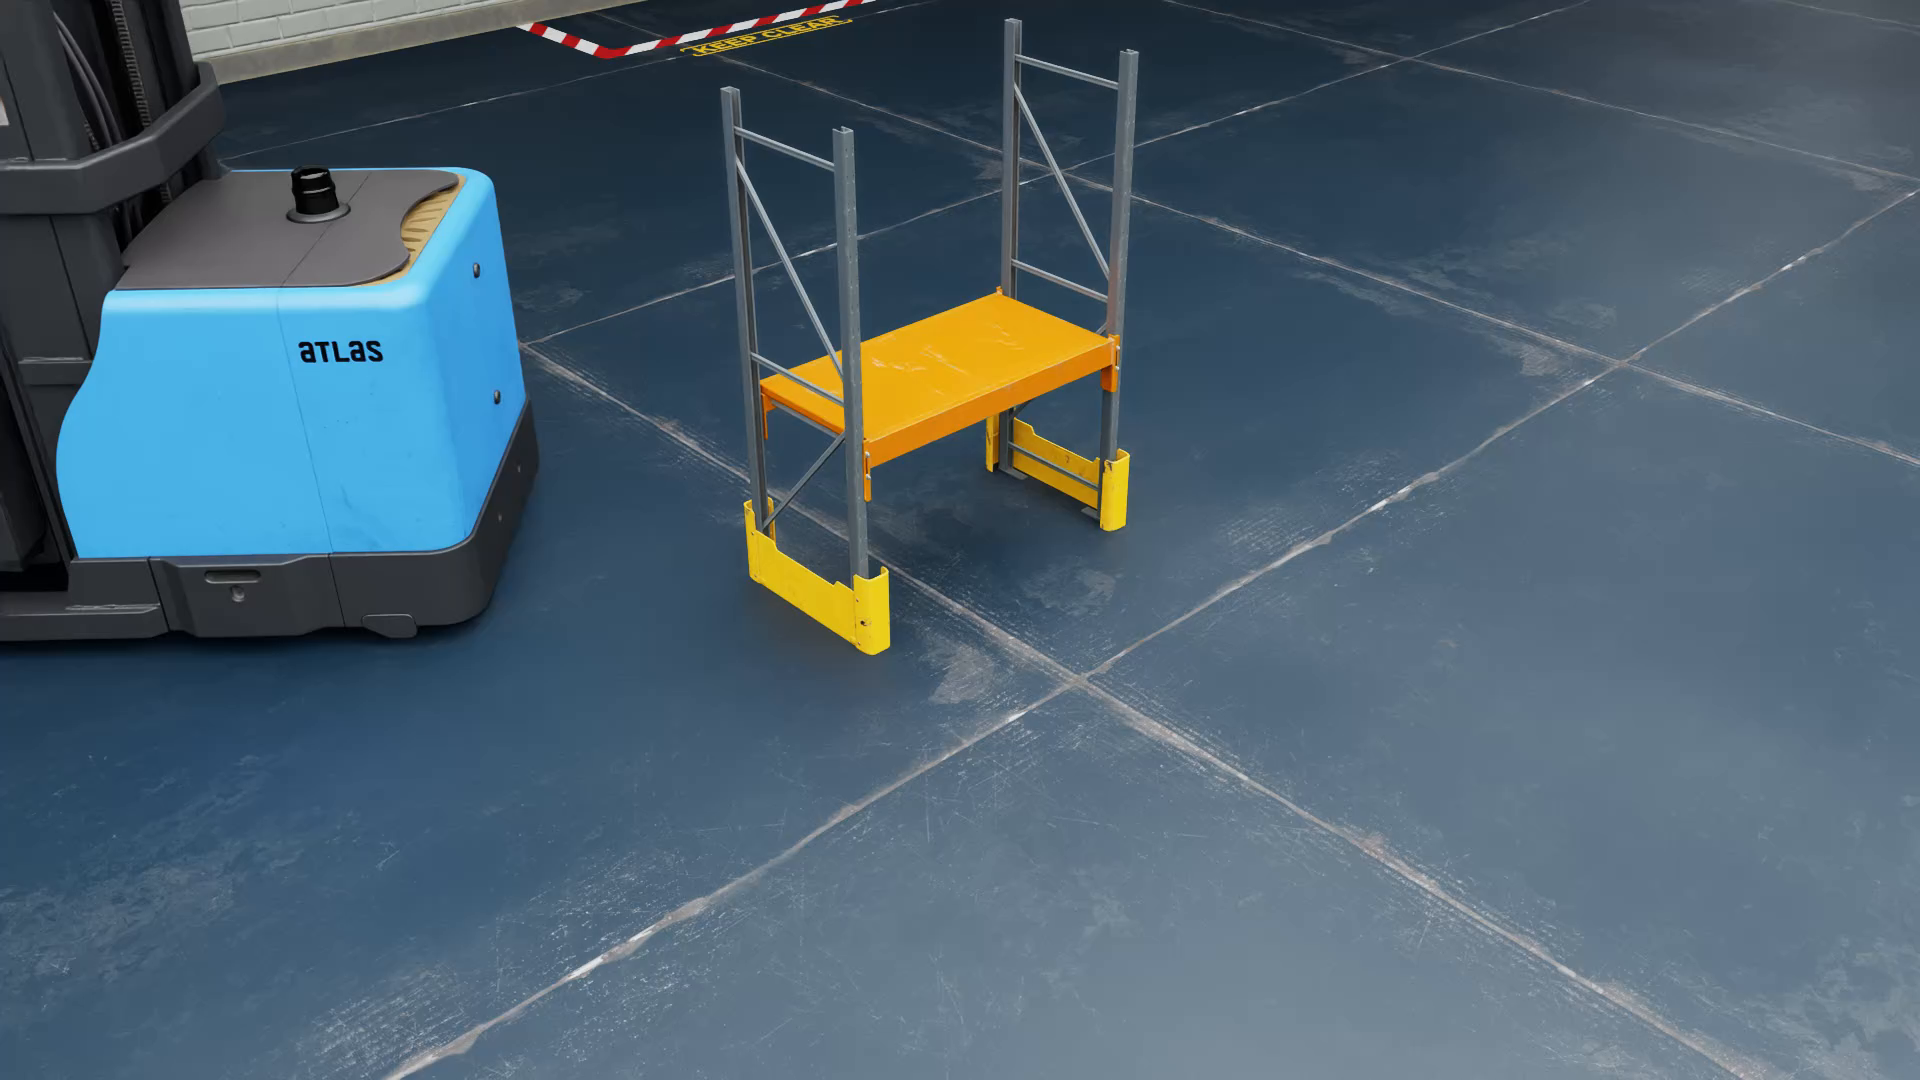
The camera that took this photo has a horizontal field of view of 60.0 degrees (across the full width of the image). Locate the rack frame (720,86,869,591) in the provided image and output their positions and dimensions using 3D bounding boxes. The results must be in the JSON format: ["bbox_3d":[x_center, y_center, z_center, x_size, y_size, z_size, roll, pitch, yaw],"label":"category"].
[{"bbox_3d":[-0.435,-0.429,4.514,0.032,1.500,0.500,-26,40,-35],"label":"rack frame"}]

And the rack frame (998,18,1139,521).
[{"bbox_3d":[0.310,-0.790,5.104,0.032,1.500,0.500,-26,40,-35],"label":"rack frame"}]

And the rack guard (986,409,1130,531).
[{"bbox_3d":[0.309,-0.256,5.429,0.087,0.250,0.587,-26,40,-35],"label":"rack guard"}]

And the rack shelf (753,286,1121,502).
[{"bbox_3d":[-0.063,-0.456,4.903,1.000,0.185,0.538,-26,40,-35],"label":"rack shelf"}]

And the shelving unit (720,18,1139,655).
[{"bbox_3d":[-0.056,-0.613,4.815,1.083,1.500,0.587,-26,40,-35],"label":"shelving unit"}]

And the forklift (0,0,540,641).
[{"bbox_3d":[-2.895,-1.193,4.391,3.031,2.935,1.130,-1,31,-2],"label":"forklift"}]

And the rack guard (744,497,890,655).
[{"bbox_3d":[-0.421,0.097,4.852,0.087,0.250,0.587,-26,40,-35],"label":"rack guard"}]
